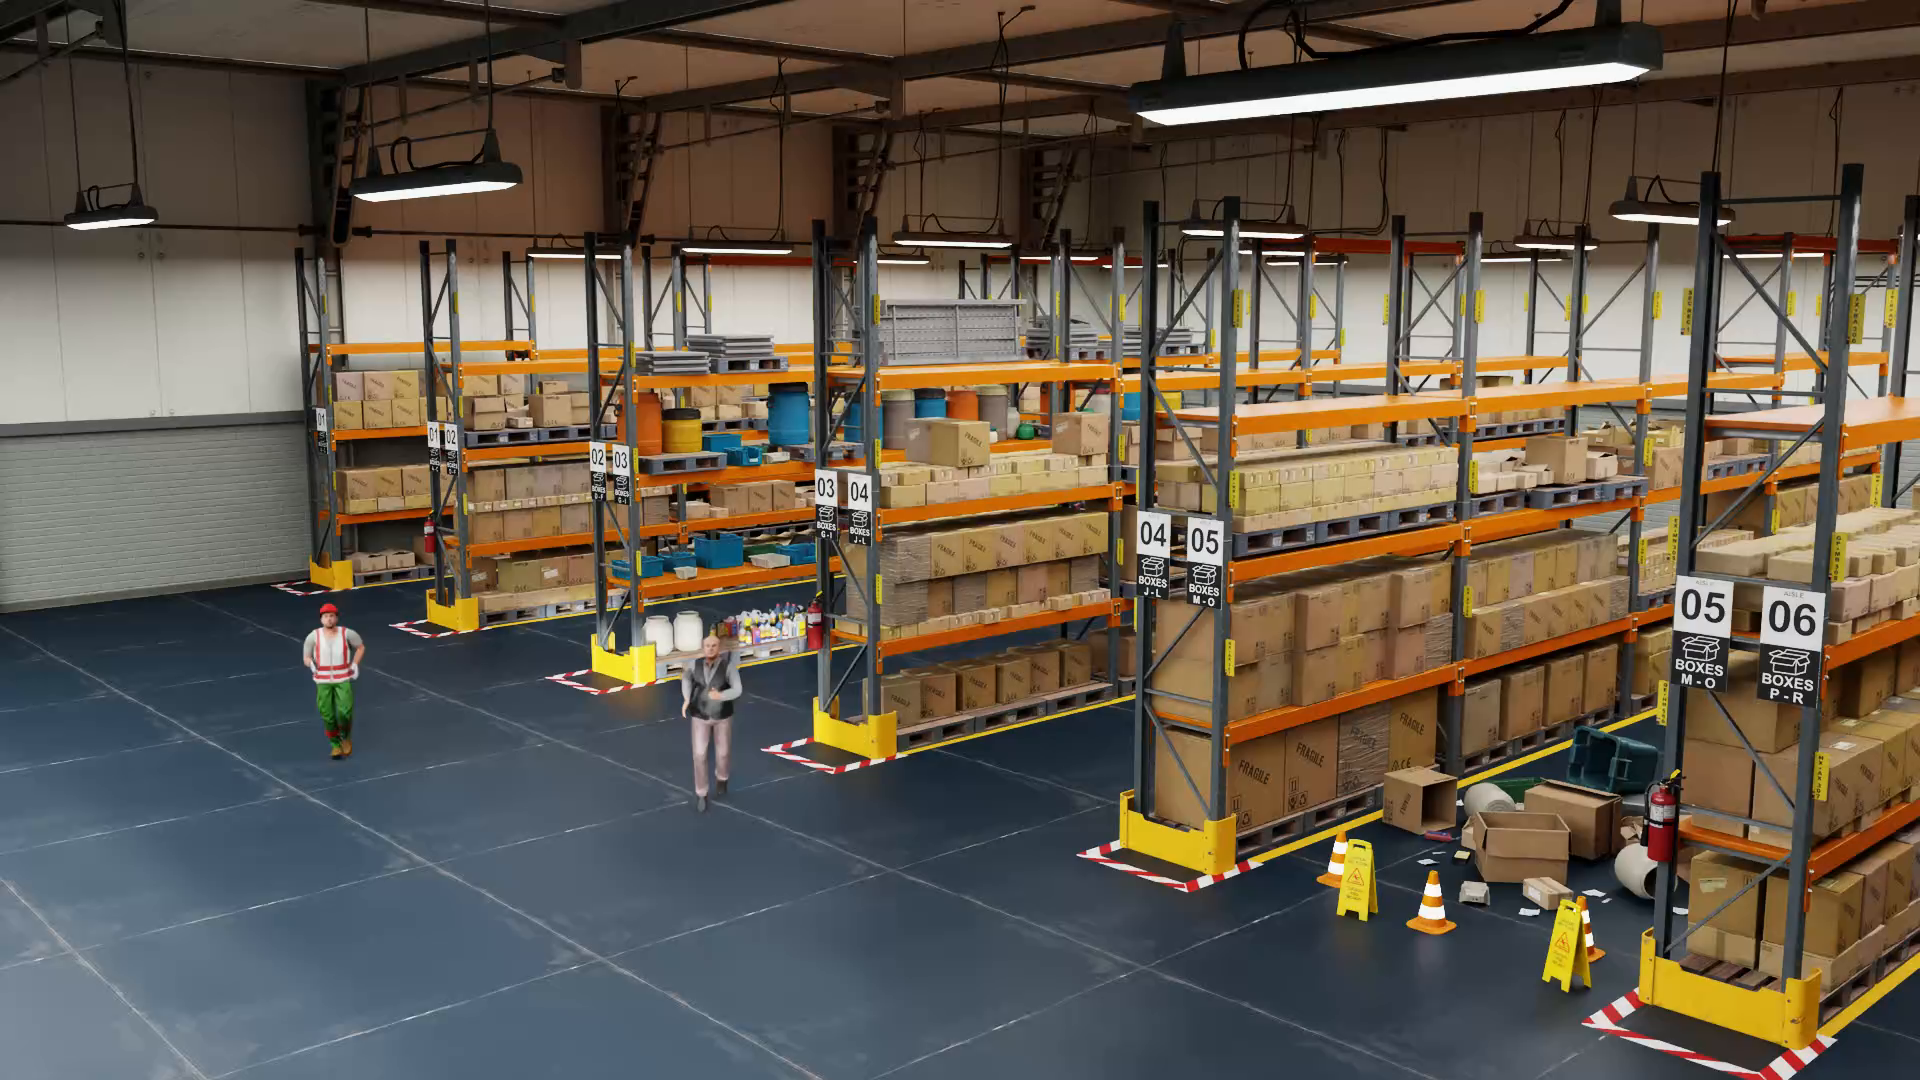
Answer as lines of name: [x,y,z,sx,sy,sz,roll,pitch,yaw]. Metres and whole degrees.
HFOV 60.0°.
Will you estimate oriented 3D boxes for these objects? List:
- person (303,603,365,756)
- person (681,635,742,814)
person: [-6.966,1.583,18.510,0.641,1.746,0.601,-2,9,-16]
person: [-2.525,1.841,16.937,0.633,1.771,0.774,-1,8,-5]
